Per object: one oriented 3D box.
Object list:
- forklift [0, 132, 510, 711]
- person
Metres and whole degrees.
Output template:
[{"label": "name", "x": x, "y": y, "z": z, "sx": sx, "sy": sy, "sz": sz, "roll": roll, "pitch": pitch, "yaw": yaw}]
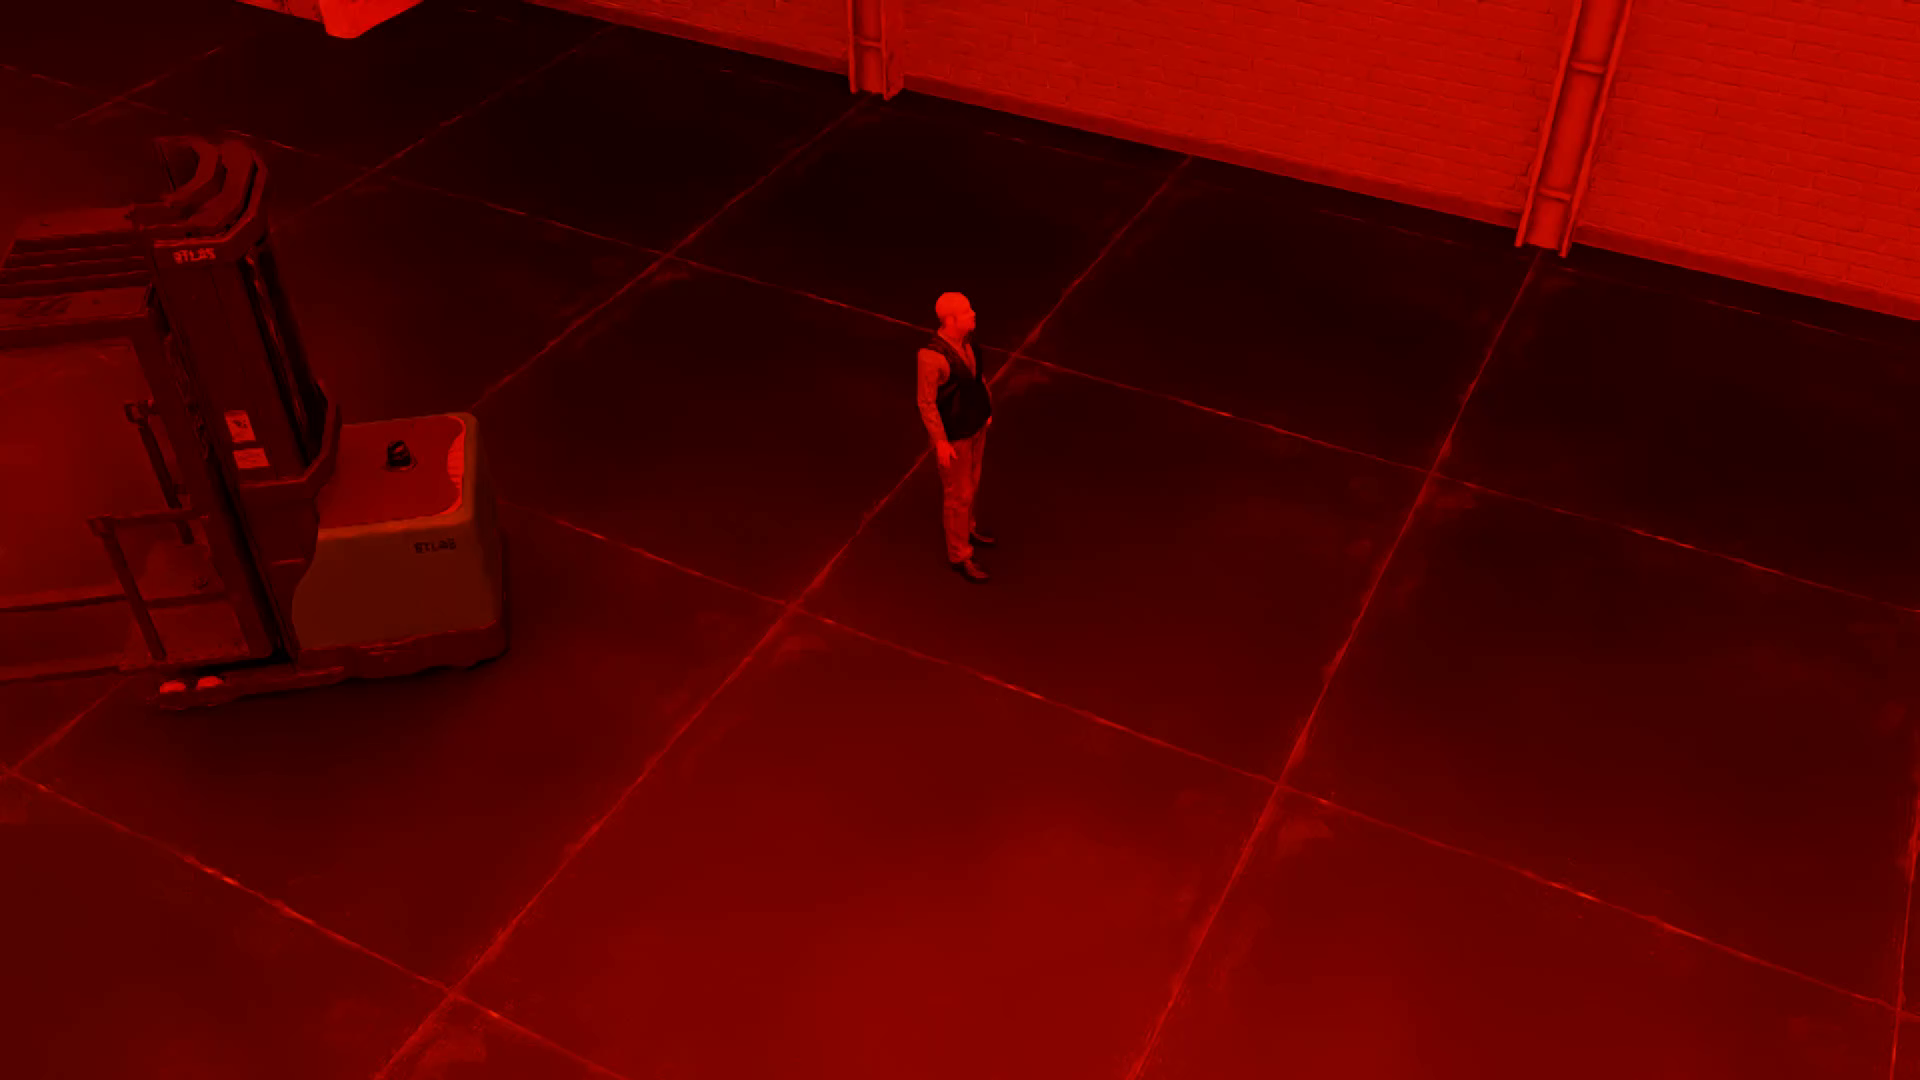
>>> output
[{"label": "forklift", "x": -4.135, "y": -0.554, "z": 8.645, "sx": 3.031, "sy": 2.935, "sz": 1.130, "roll": -7, "pitch": 41, "yaw": -9}, {"label": "person", "x": 0.052, "y": -0.641, "z": 9.675, "sx": 0.567, "sy": 1.720, "sz": 0.632, "roll": 18, "pitch": 43, "yaw": 21}]
